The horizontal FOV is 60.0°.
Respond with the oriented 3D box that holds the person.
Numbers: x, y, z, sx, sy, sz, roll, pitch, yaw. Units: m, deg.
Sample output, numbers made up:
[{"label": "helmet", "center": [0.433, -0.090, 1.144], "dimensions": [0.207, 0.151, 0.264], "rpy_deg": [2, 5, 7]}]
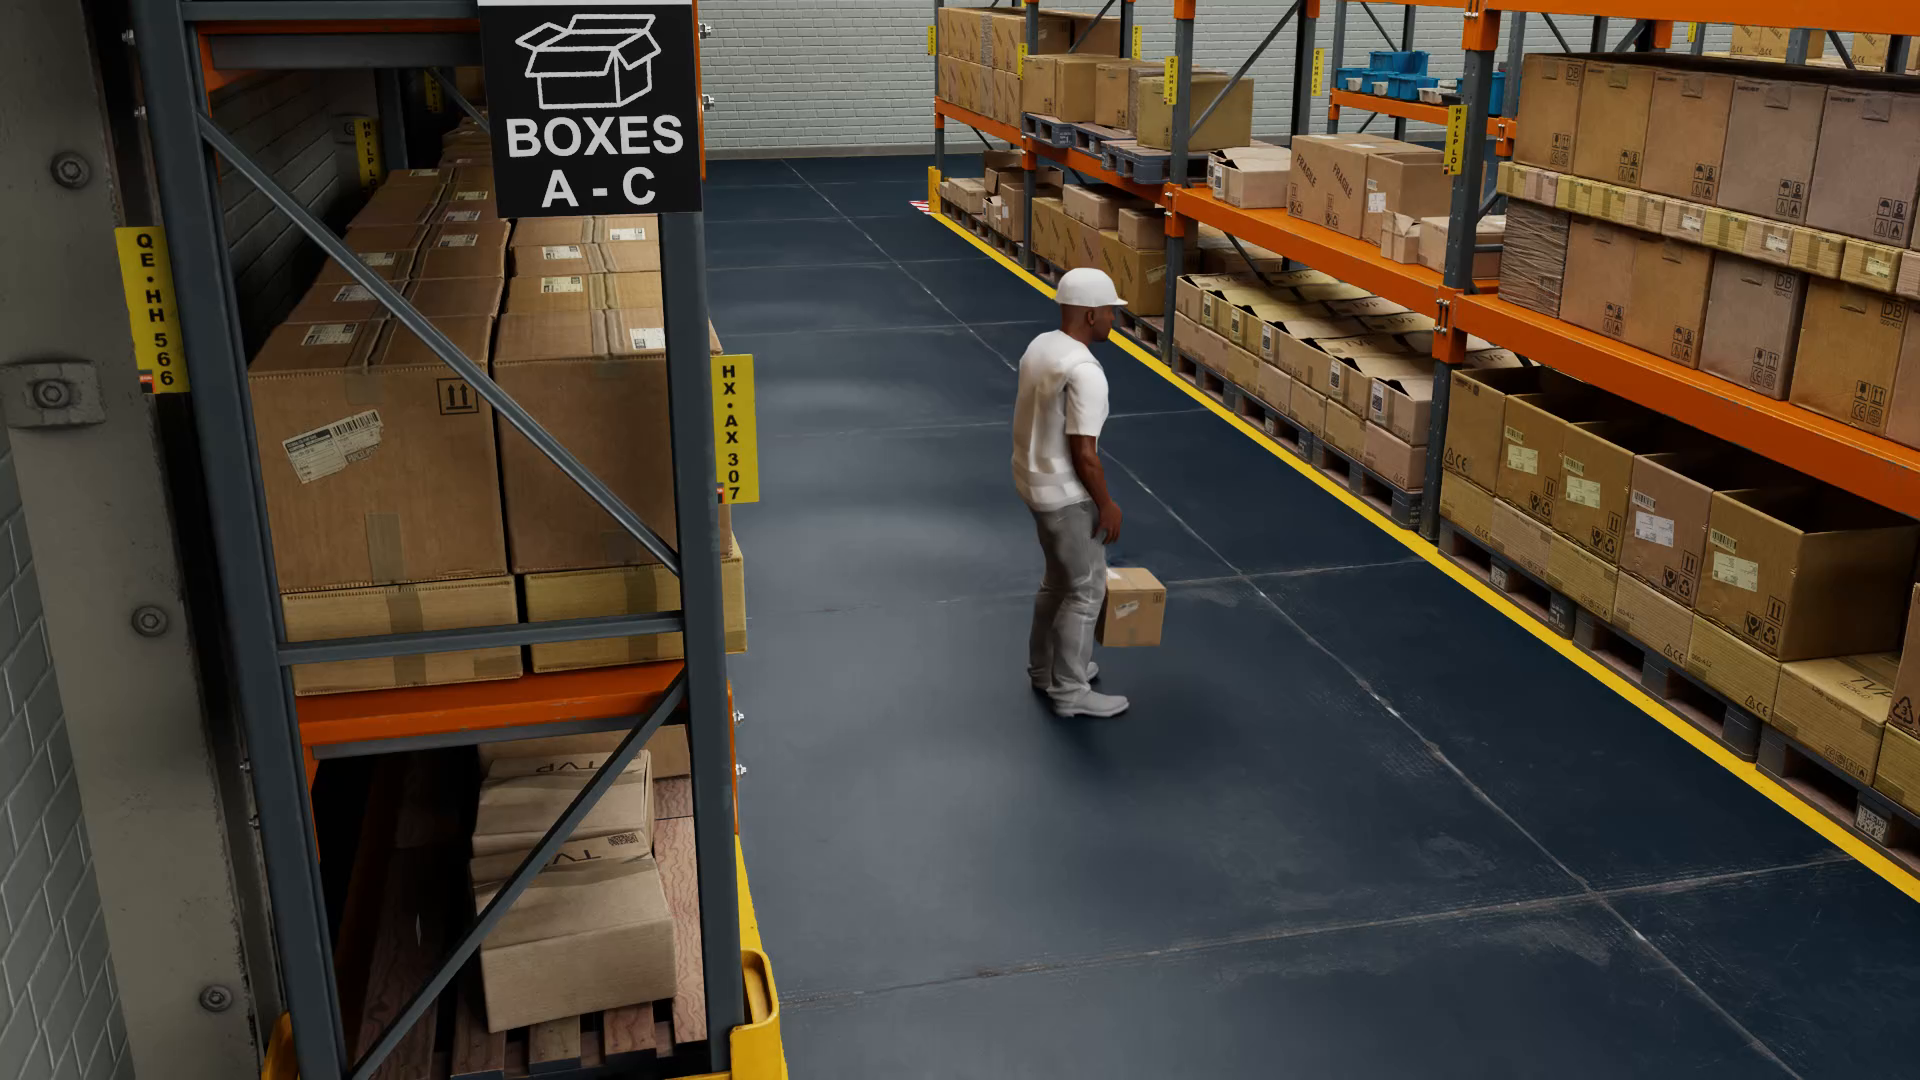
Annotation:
[{"label": "person", "center": [0.436, -0.193, 6.586], "dimensions": [0.439, 1.762, 0.597], "rpy_deg": [-5, 20, -14]}]
